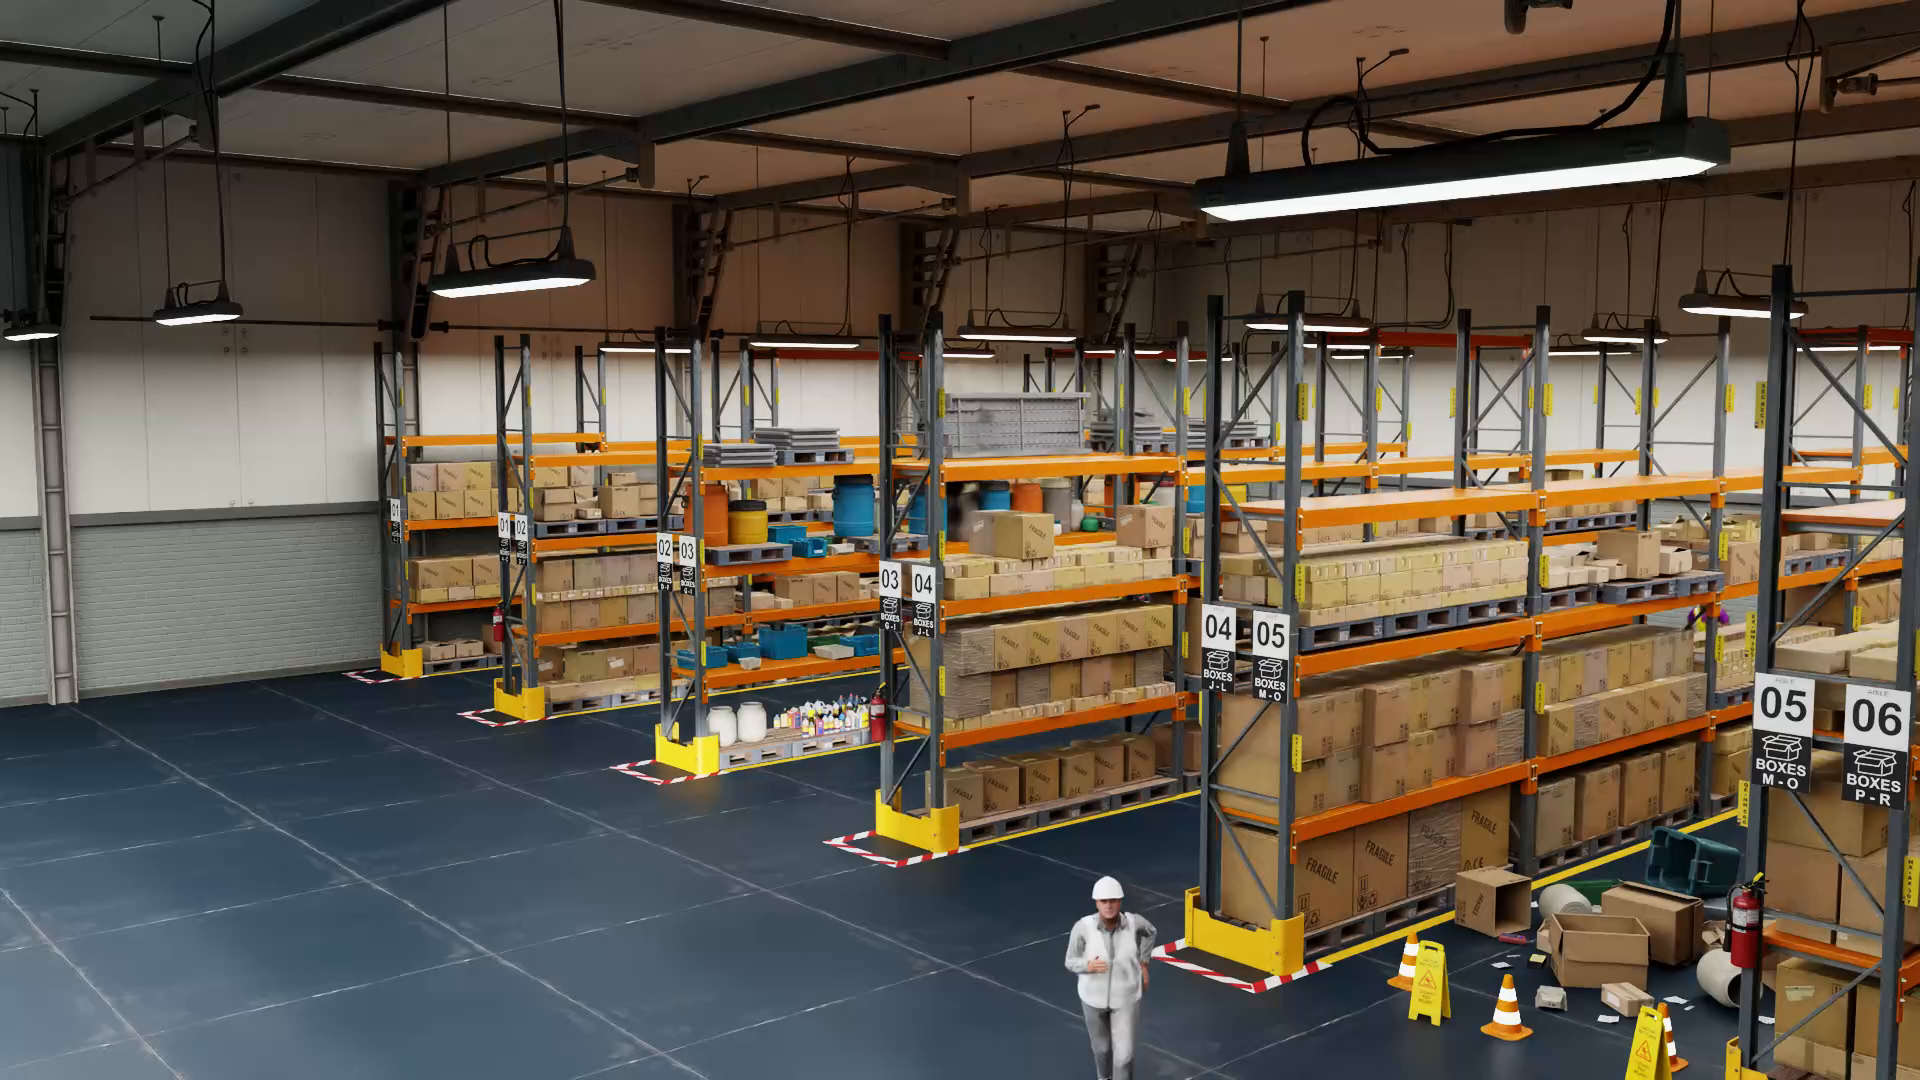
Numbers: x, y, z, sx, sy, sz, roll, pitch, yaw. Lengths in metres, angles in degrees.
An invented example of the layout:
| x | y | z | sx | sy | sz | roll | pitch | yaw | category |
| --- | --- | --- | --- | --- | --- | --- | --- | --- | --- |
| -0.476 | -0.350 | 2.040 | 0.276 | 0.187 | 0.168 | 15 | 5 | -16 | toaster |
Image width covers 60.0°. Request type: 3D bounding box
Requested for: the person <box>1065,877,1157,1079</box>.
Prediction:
| x | y | z | sx | sy | sz | roll | pitch | yaw | category |
| --- | --- | --- | --- | --- | --- | --- | --- | --- | --- |
| 1.041 | 3.237 | 11.643 | 0.589 | 1.843 | 0.827 | 1 | 5 | 8 | person |

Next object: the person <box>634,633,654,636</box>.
| x | y | z | sx | sy | sz | roll | pitch | yaw | category |
| --- | --- | --- | --- | --- | --- | --- | --- | --- | --- |
| -5.645 | 1.619 | 29.357 | 0.648 | 1.756 | 0.613 | 5 | 7 | 42 | person |

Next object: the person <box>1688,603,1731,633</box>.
| x | y | z | sx | sy | sz | roll | pitch | yaw | category |
| --- | --- | --- | --- | --- | --- | --- | --- | --- | --- |
| 12.619 | 1.754 | 28.068 | 0.701 | 1.788 | 0.728 | 3 | 6 | 30 | person |
